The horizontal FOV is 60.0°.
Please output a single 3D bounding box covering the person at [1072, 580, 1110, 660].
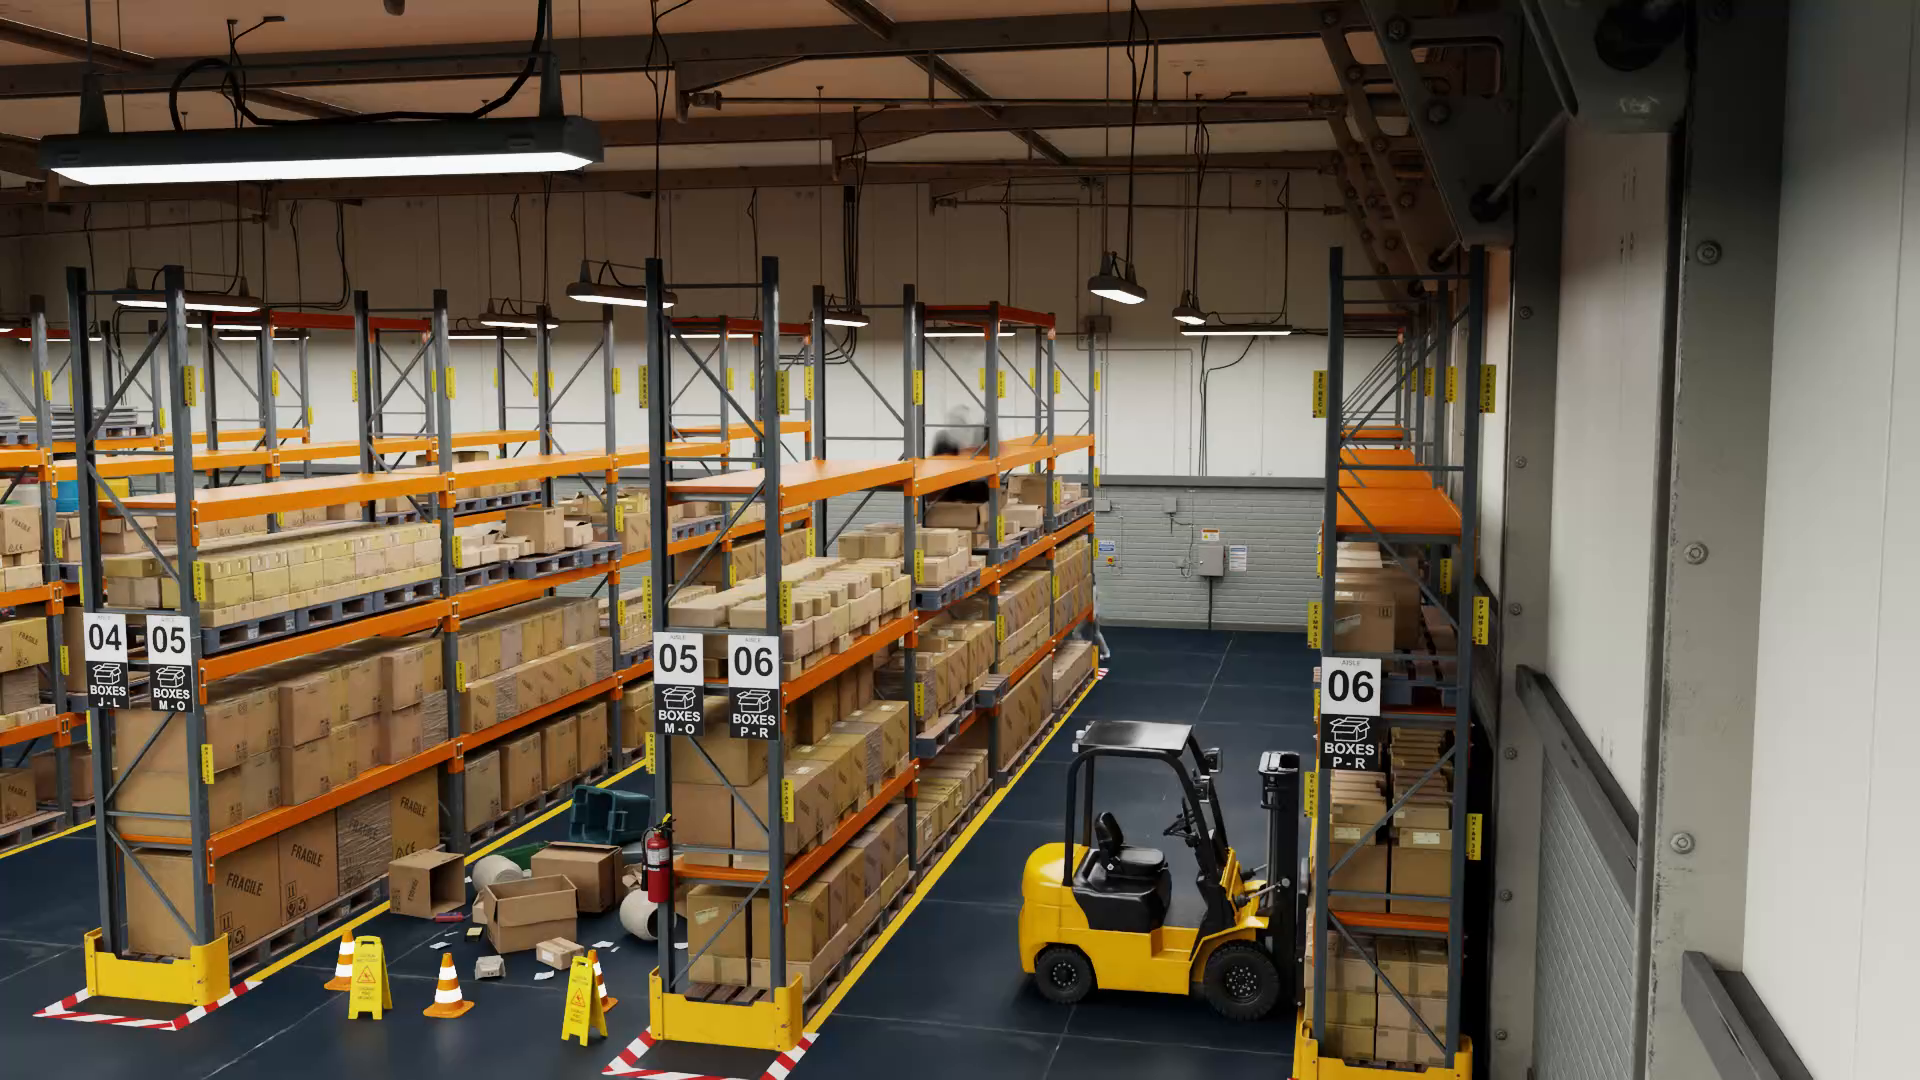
[{"bbox_3d":[2.232,1.343,29.590,0.755,1.647,0.739,5,7,38],"label":"person"}]
